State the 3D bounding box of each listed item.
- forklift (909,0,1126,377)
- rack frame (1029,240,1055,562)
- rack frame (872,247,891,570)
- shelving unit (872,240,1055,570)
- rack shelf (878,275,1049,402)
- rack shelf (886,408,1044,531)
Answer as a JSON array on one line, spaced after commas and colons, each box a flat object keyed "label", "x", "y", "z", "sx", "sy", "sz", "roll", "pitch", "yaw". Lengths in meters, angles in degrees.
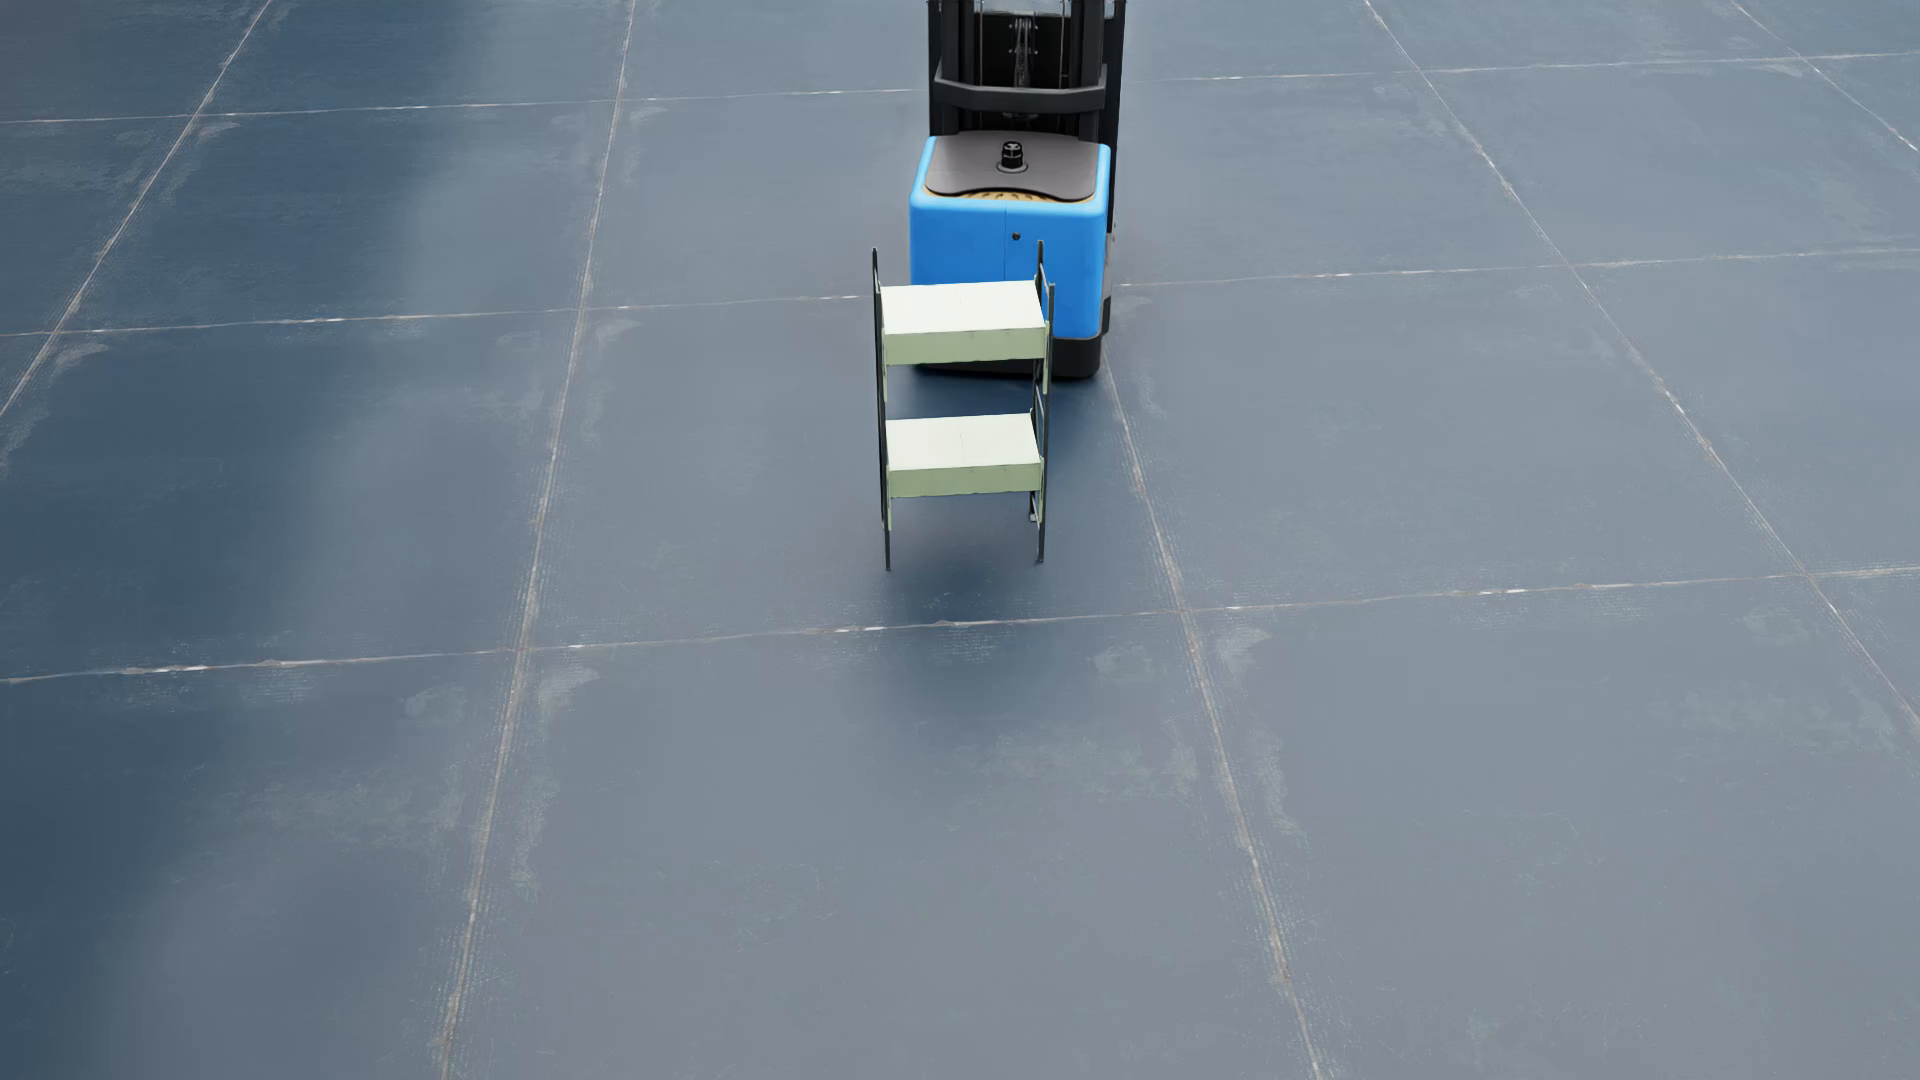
[{"label": "forklift", "x": 0.394, "y": -2.944, "z": 9.437, "sx": 1.130, "sy": 2.935, "sz": 3.031, "roll": 4, "pitch": 38, "yaw": 5}, {"label": "rack frame", "x": 0.371, "y": -0.609, "z": 7.633, "sx": 0.023, "sy": 1.500, "sz": 0.400, "roll": -3, "pitch": 38, "yaw": -4}, {"label": "rack frame", "x": -0.358, "y": -0.569, "z": 7.582, "sx": 0.023, "sy": 1.500, "sz": 0.400, "roll": -3, "pitch": 38, "yaw": -4}, {"label": "shelving unit", "x": 0.007, "y": -0.589, "z": 7.608, "sx": 0.755, "sy": 1.500, "sz": 0.431, "roll": -3, "pitch": 38, "yaw": -4}, {"label": "rack shelf", "x": 0.007, "y": -0.896, "z": 7.366, "sx": 0.720, "sy": 0.370, "sz": 0.431, "roll": -3, "pitch": 38, "yaw": -4}, {"label": "rack shelf", "x": 0.007, "y": -0.333, "z": 7.810, "sx": 0.720, "sy": 0.370, "sz": 0.431, "roll": -3, "pitch": 38, "yaw": -4}]
